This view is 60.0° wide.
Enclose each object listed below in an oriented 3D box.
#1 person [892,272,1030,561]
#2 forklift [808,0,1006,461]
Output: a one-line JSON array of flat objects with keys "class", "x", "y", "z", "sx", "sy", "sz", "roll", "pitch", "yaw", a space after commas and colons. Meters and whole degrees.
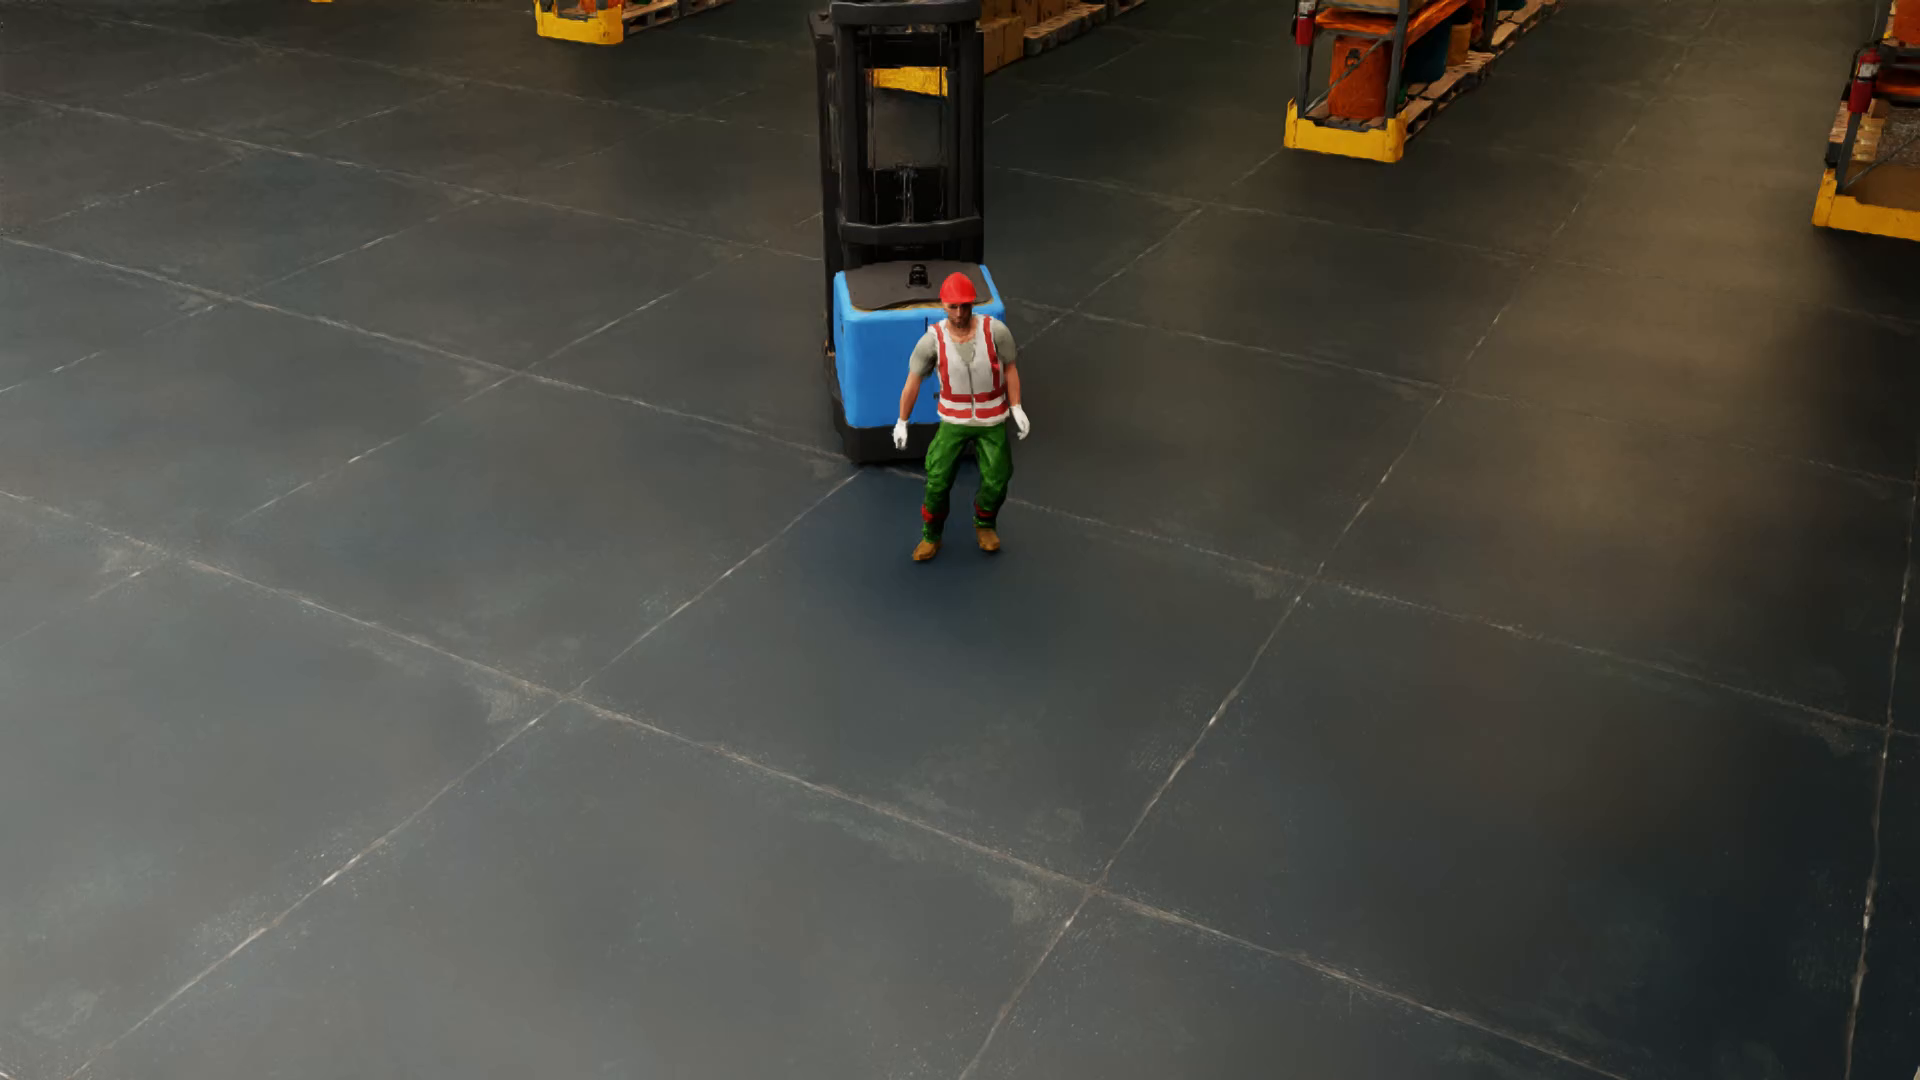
[{"class": "person", "x": 0.004, "y": -0.680, "z": 9.468, "sx": 0.783, "sy": 1.727, "sz": 0.429, "roll": -1, "pitch": 30, "yaw": -2}, {"class": "forklift", "x": -0.424, "y": -2.496, "z": 11.396, "sx": 1.130, "sy": 2.935, "sz": 3.031, "roll": -4, "pitch": 30, "yaw": -7}]
